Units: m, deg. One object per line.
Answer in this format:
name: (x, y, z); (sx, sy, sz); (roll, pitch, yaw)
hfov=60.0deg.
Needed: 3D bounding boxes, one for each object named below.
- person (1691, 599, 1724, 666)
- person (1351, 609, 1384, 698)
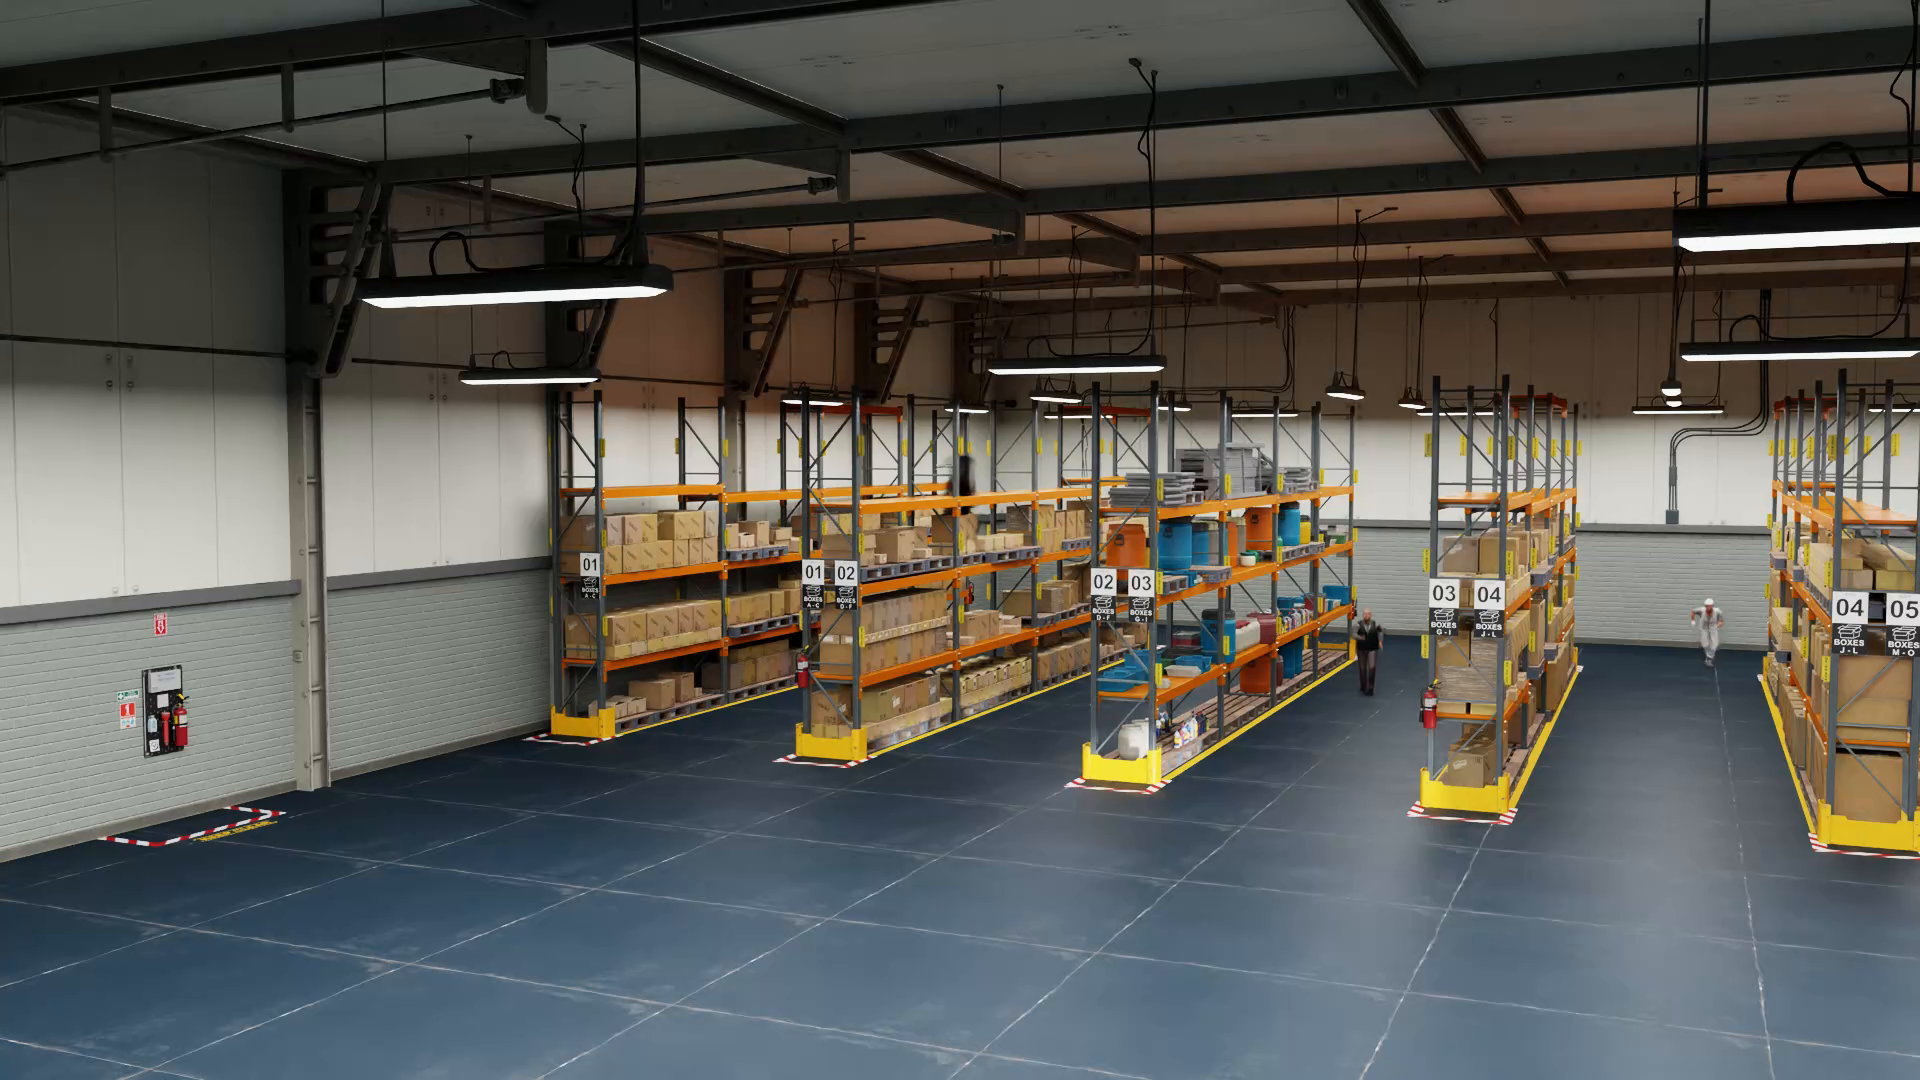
person: (17.041, 2.113, 37.947); (0.695, 1.592, 0.814); (1, 3, 25)
person: (8.250, 2.281, 33.693); (0.640, 1.782, 0.845); (1, 3, 14)
